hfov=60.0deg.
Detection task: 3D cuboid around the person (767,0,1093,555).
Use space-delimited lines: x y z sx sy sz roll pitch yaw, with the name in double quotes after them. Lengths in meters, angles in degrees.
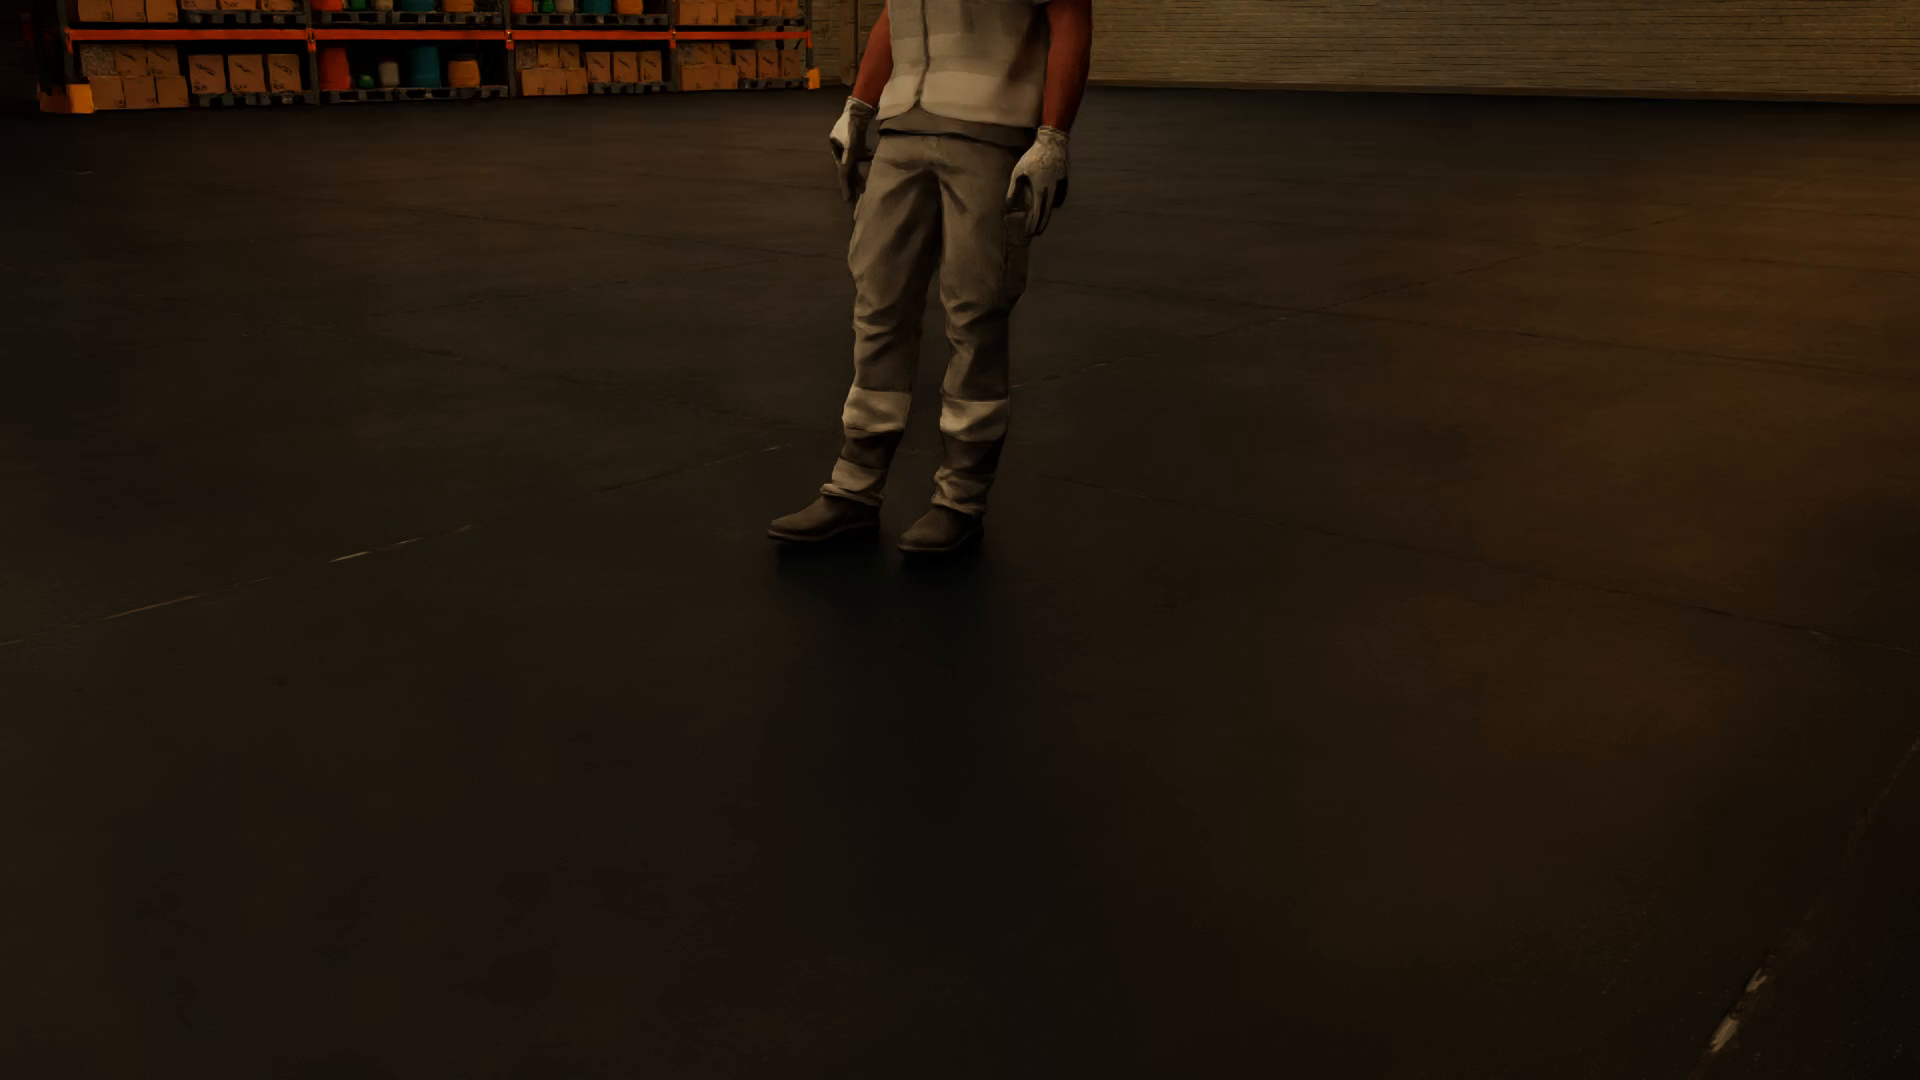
-0.060 -0.847 3.627 0.638 1.789 0.562 13 21 37 "person"
